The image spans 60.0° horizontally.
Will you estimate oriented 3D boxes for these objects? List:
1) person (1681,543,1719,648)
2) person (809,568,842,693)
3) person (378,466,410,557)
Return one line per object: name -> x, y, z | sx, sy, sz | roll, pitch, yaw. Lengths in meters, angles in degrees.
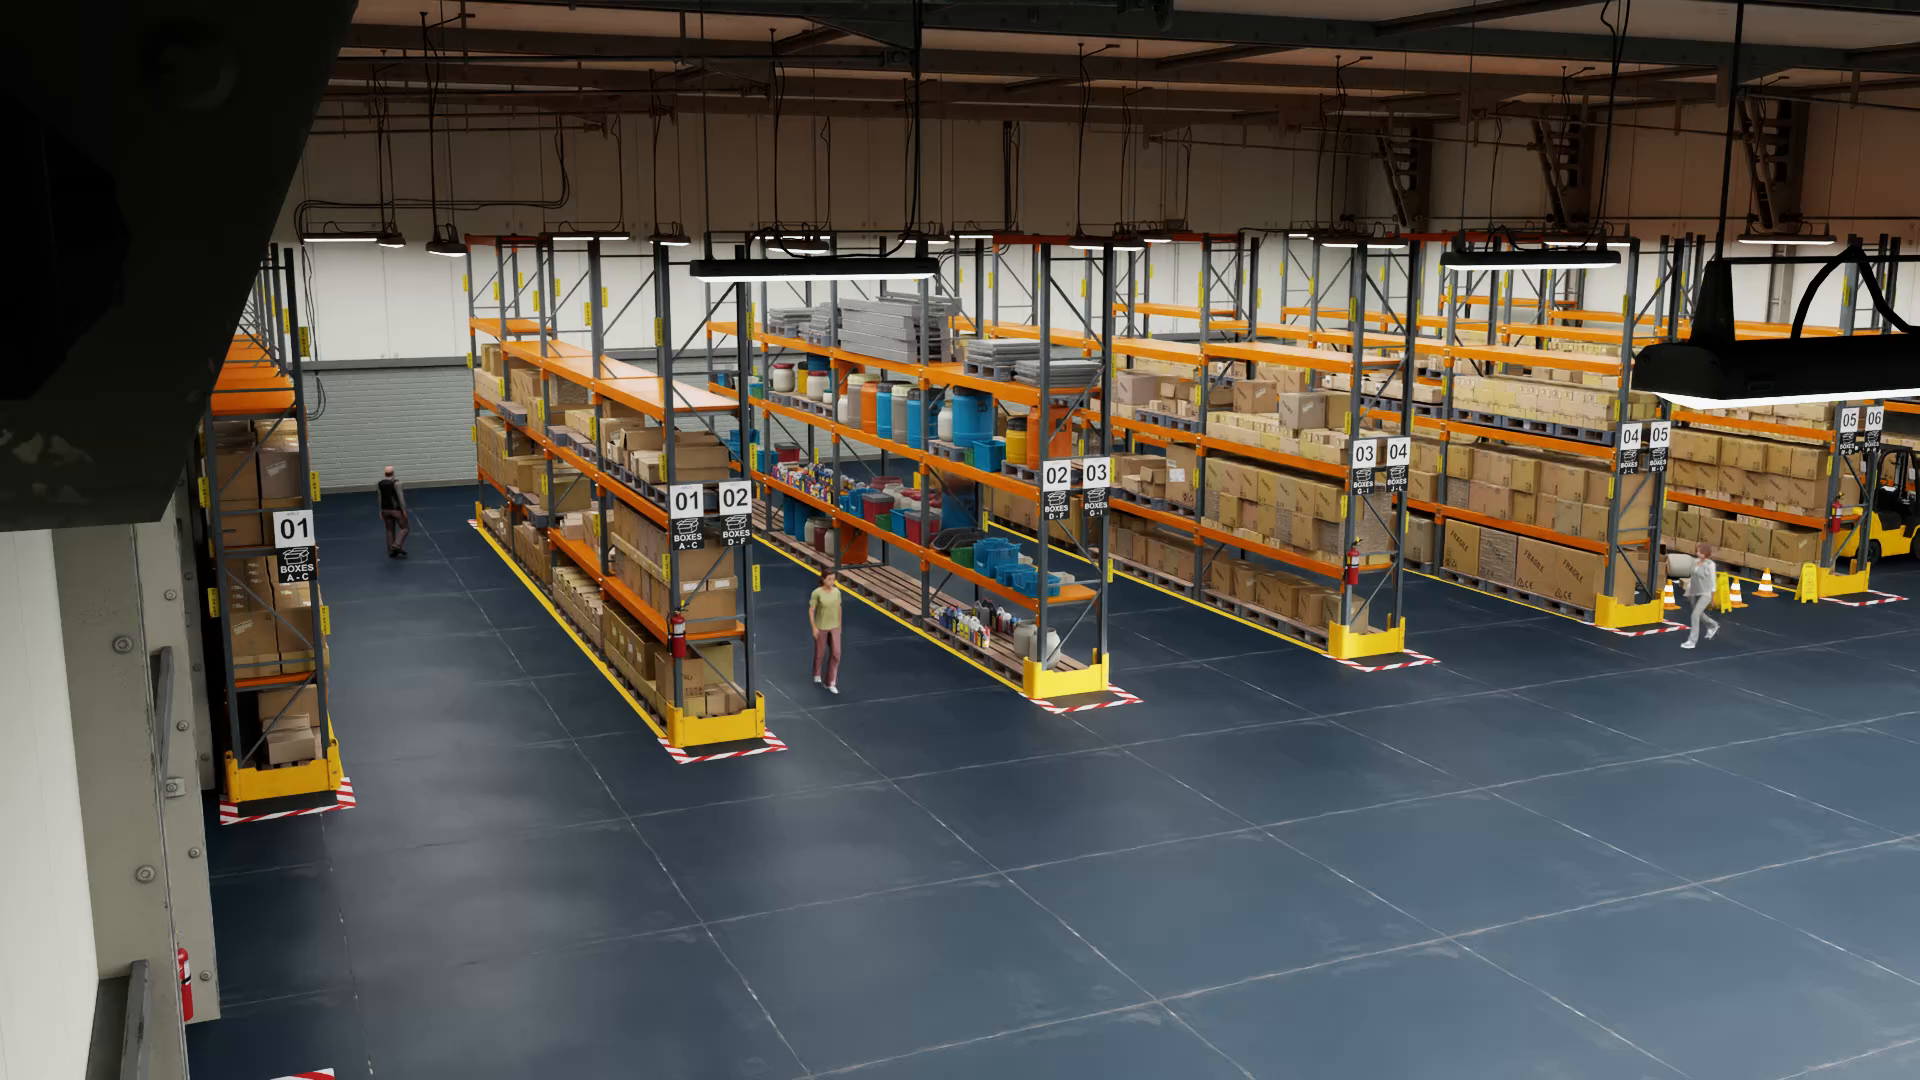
person -> 11.090, 0.811, 24.763 | 0.847, 1.560, 0.416 | -5, 12, -23
person -> -1.806, 1.220, 22.622 | 0.518, 1.694, 0.660 | -6, 12, -28
person -> -10.721, -0.531, 31.367 | 0.566, 1.724, 0.476 | 3, 11, 16
